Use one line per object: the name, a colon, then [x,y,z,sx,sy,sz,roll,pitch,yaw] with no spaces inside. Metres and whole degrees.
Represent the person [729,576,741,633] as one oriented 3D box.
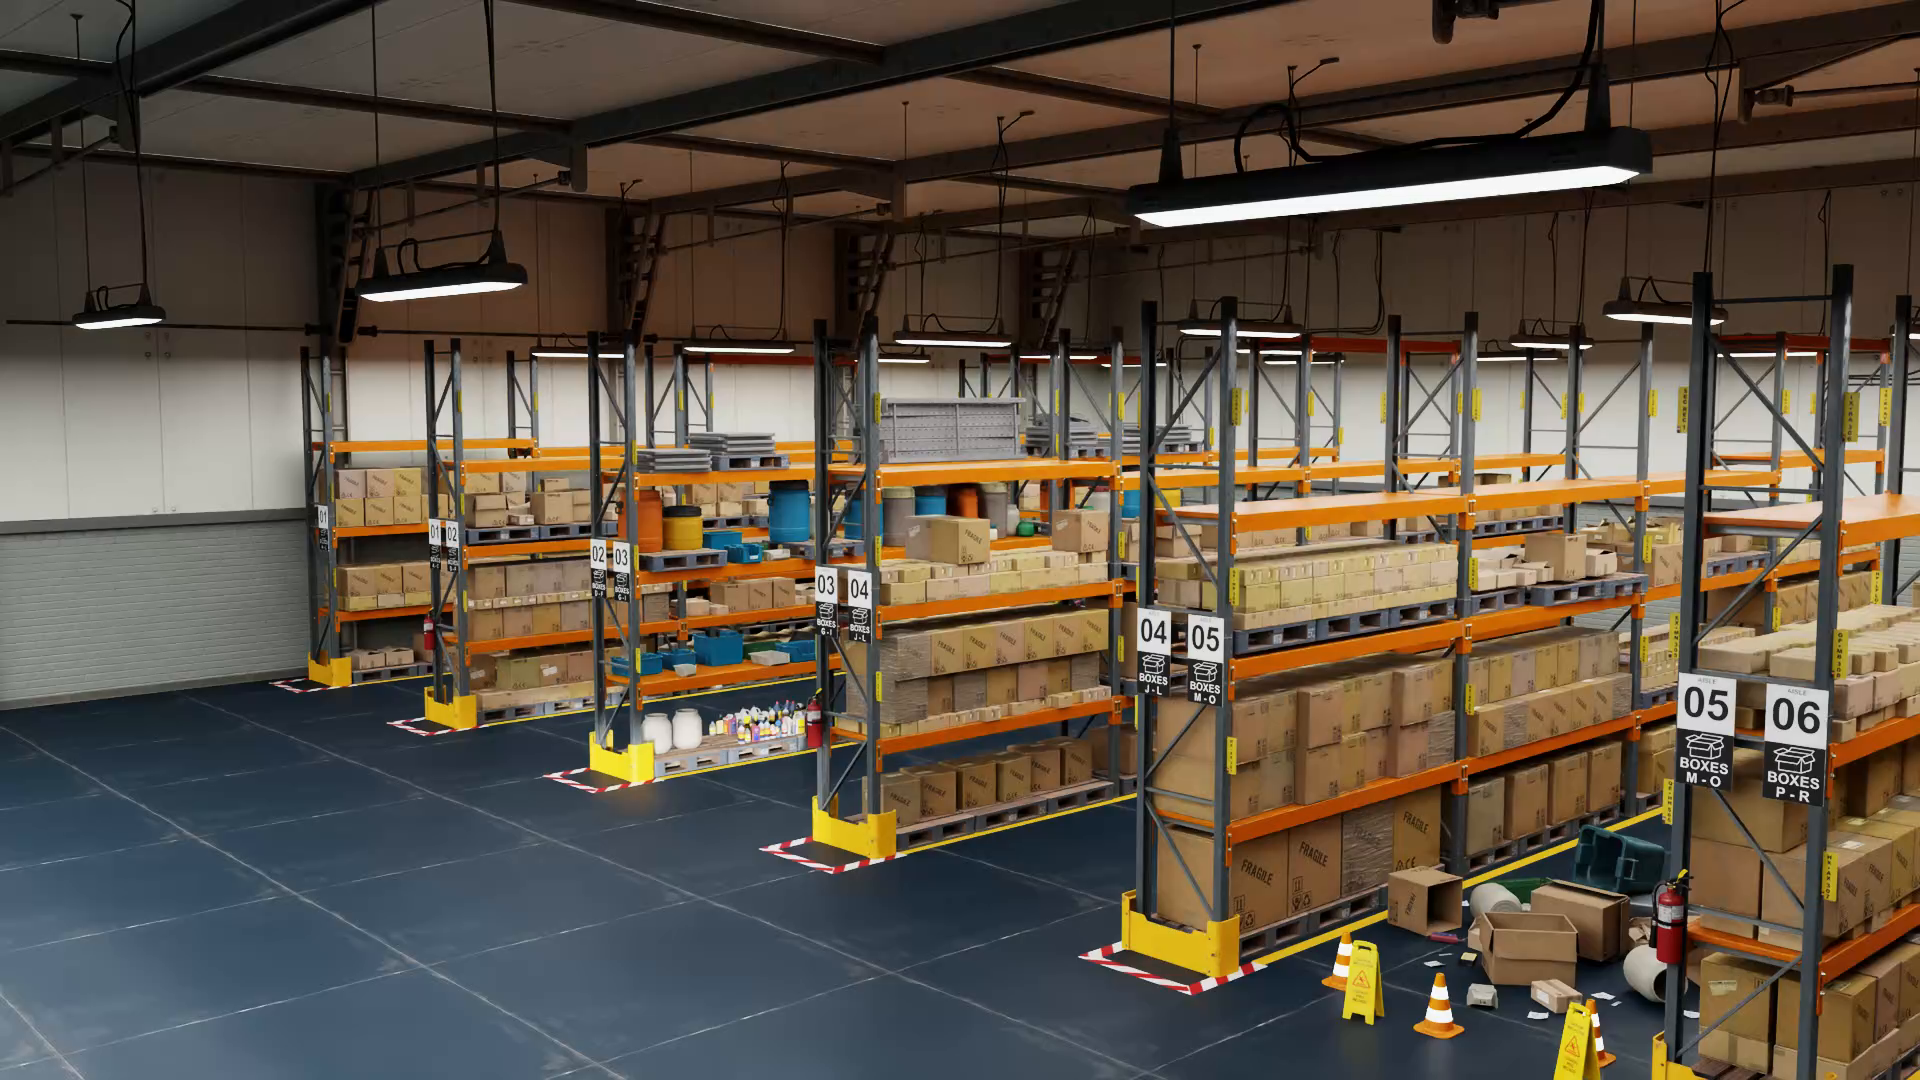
person: [-4.474,1.460,33.075,0.381,1.613,0.455,4,6,35]
